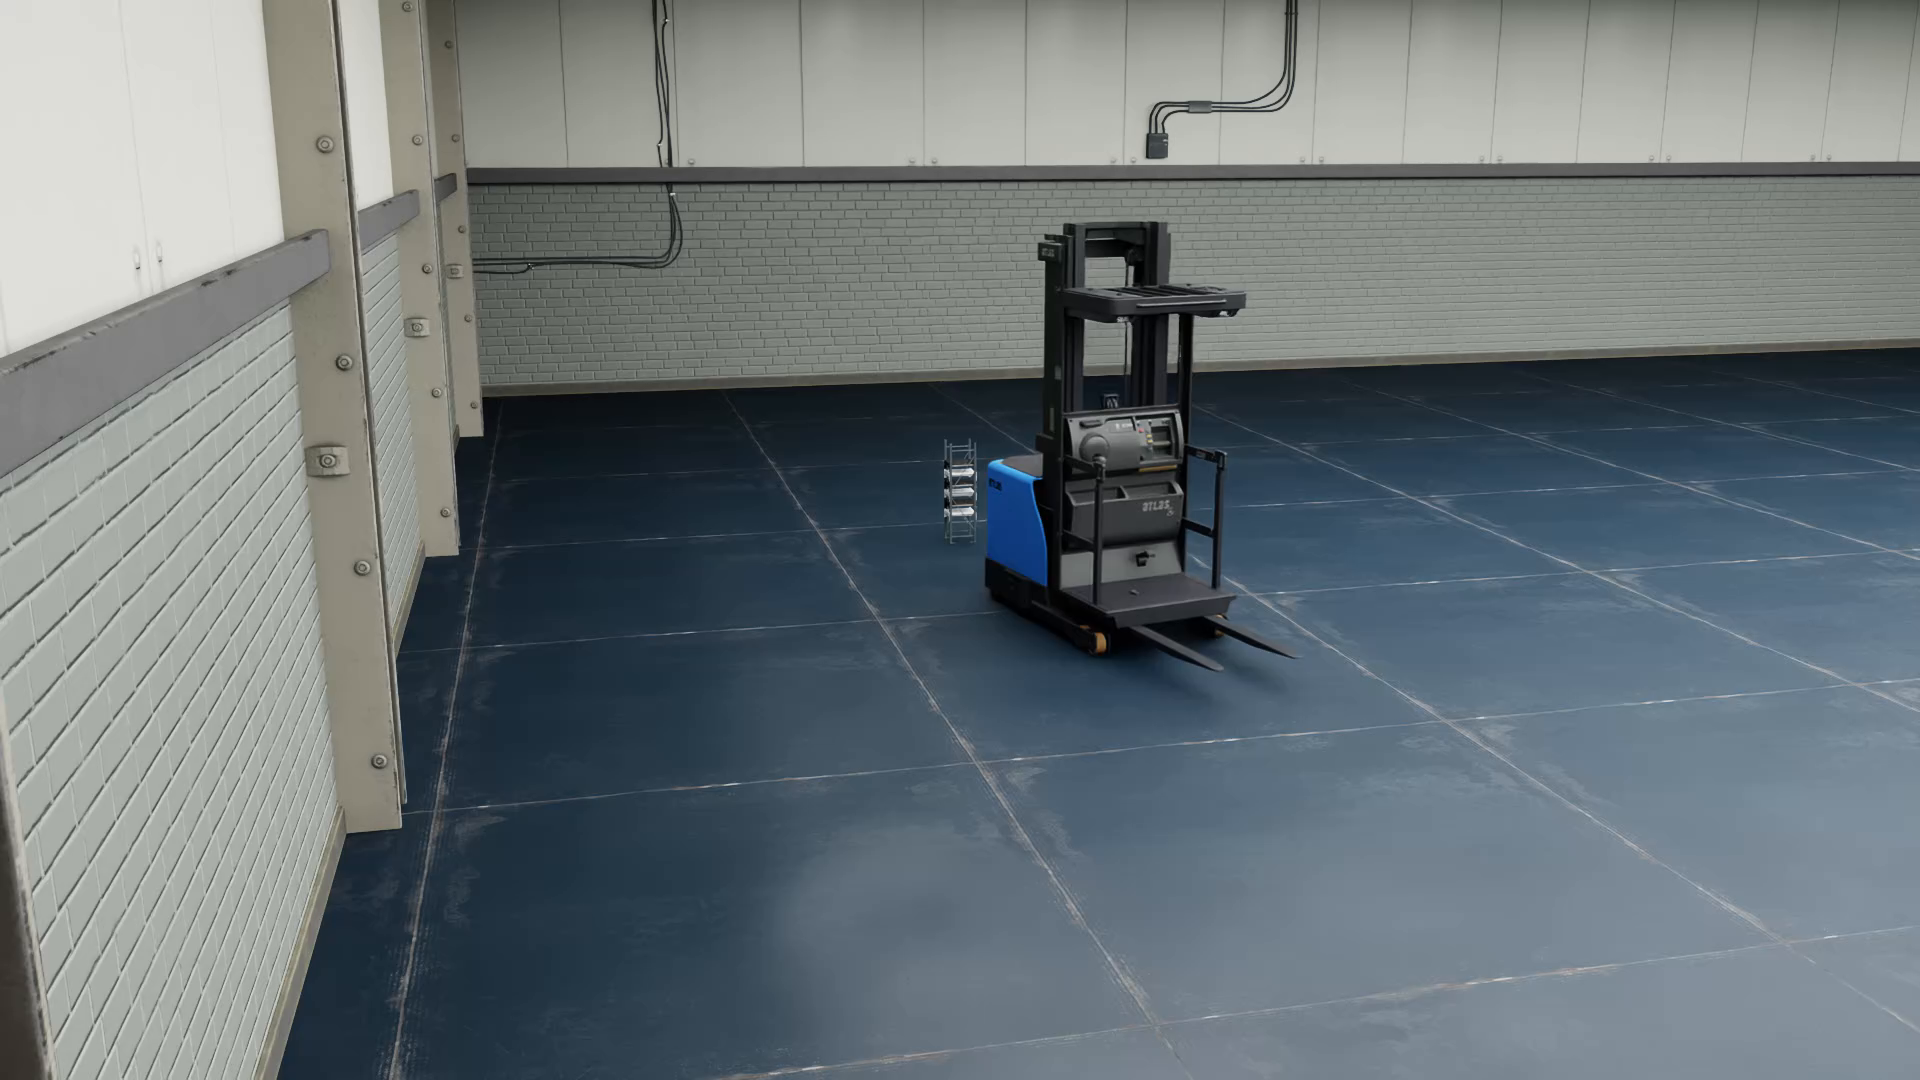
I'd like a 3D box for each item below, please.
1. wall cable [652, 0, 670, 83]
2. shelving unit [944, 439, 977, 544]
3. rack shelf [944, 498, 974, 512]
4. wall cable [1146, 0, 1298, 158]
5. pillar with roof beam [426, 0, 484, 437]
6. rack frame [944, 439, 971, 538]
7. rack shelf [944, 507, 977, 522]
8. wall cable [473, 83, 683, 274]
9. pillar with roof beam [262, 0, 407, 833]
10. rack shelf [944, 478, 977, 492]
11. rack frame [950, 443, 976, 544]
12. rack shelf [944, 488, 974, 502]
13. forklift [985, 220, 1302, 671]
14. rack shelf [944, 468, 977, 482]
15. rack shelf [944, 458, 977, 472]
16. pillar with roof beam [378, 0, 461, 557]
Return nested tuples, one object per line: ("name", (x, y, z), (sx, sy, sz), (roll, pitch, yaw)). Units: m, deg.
("wall cable", (-2.727, -7.512, 22.616), (3.097, 2.526, 0.112), (-3, 14, -13))
("shelving unit", (0.002, -0.435, 14.813), (0.258, 0.900, 0.210), (-3, 14, -13))
("rack shelf", (0.002, -0.315, 14.842), (0.258, 0.077, 0.200), (-3, 14, -13))
("wall cable", (3.875, -8.594, 23.977), (2.305, 6.003, 0.169), (-3, 14, -13))
("pillar with roof beam", (-1.765, -5.903, 20.129), (9.100, 9.000, 0.400), (-3, 14, -13))
("rack frame", (-0.022, -0.459, 14.909), (0.240, 0.900, 0.006), (-3, 14, -13))
("rack shelf", (0.002, -0.228, 14.863), (0.258, 0.077, 0.200), (-3, 14, -13))
("wall cable", (-5.356, -4.908, 22.598), (3.097, 2.526, 0.112), (-3, 14, -13))
("pillar with roof beam", (1.053, -3.135, 8.798), (9.100, 9.000, 0.400), (-3, 14, -13))
("rack shelf", (0.002, -0.490, 14.799), (0.258, 0.077, 0.200), (-3, 14, -13))
("rack frame", (0.026, -0.412, 14.717), (0.240, 0.900, 0.006), (-3, 14, -13))
("rack shelf", (0.002, -0.403, 14.820), (0.258, 0.077, 0.200), (-3, 14, -13))
("forklift", (1.285, -0.736, 11.762), (1.130, 2.935, 3.031), (-6, 15, -25))
("rack shelf", (0.002, -0.578, 14.778), (0.258, 0.077, 0.200), (-3, 14, -13))
("rack shelf", (0.002, -0.665, 14.756), (0.258, 0.077, 0.200), (-3, 14, -13))
("pillar with roof beam", (-0.356, -4.519, 14.463), (9.100, 9.000, 0.400), (-3, 14, -13))
